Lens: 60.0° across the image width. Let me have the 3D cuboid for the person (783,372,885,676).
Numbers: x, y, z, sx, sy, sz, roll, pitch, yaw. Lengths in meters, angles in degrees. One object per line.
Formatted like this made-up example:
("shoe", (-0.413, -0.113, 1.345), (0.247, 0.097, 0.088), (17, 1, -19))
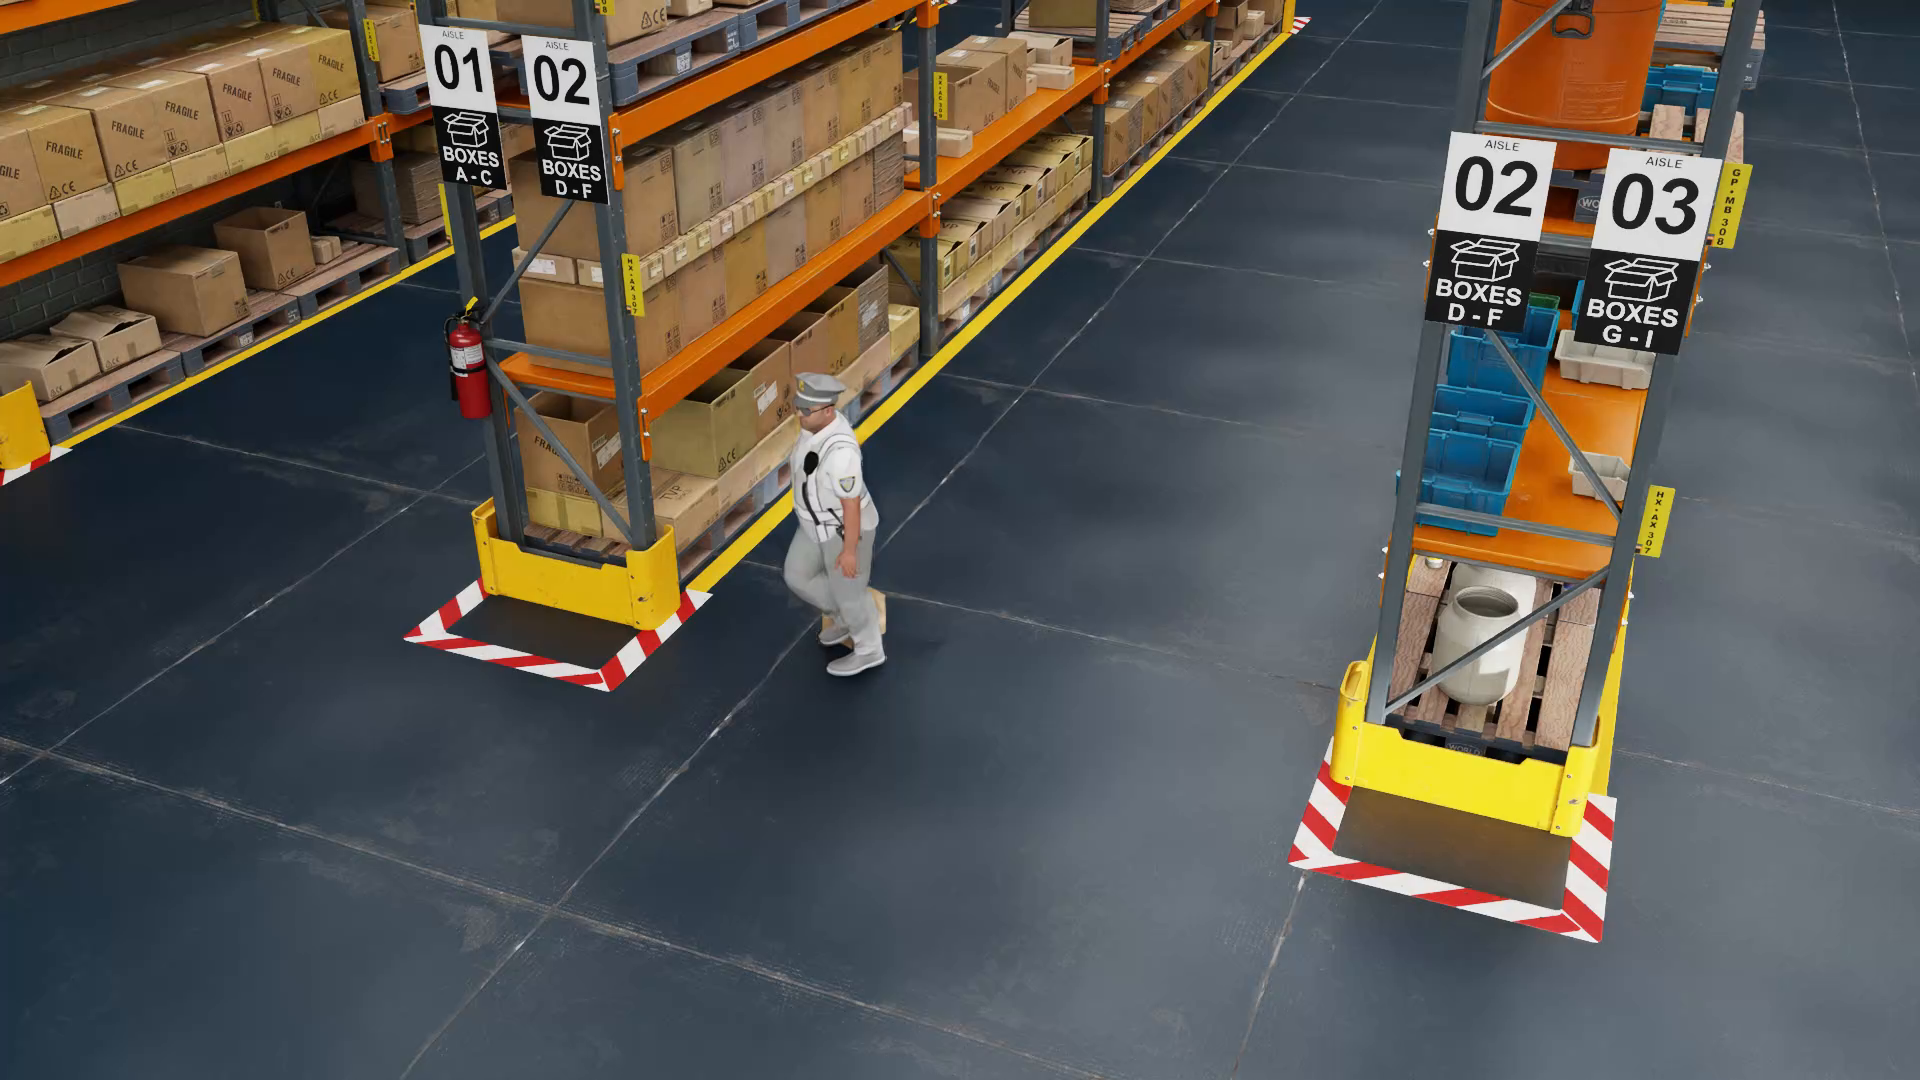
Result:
("person", (-0.629, -0.072, 8.478), (0.474, 1.747, 0.577), (-13, 32, -22))
